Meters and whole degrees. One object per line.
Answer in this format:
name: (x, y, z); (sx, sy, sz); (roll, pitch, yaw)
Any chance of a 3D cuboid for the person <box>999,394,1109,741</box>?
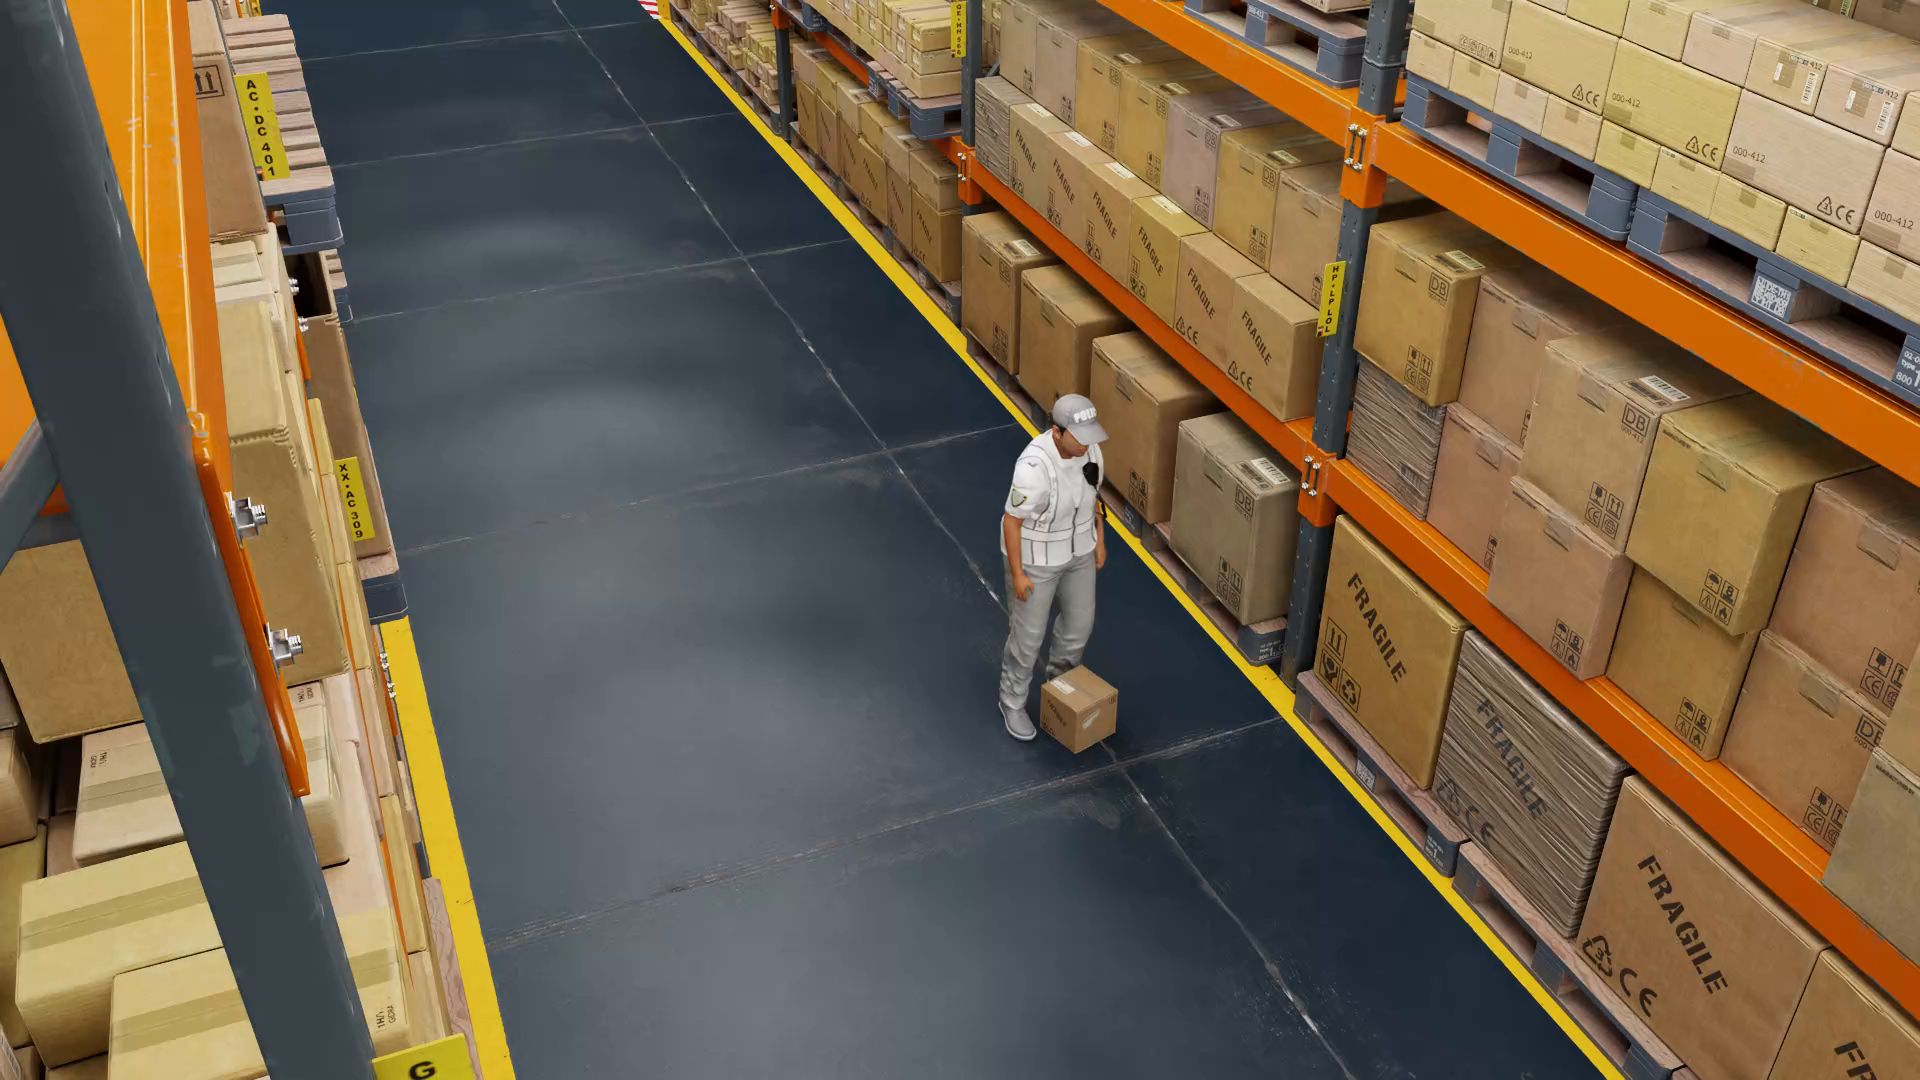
person: (0.420, 0.086, 7.387); (0.564, 1.667, 0.463); (-22, 39, -29)
